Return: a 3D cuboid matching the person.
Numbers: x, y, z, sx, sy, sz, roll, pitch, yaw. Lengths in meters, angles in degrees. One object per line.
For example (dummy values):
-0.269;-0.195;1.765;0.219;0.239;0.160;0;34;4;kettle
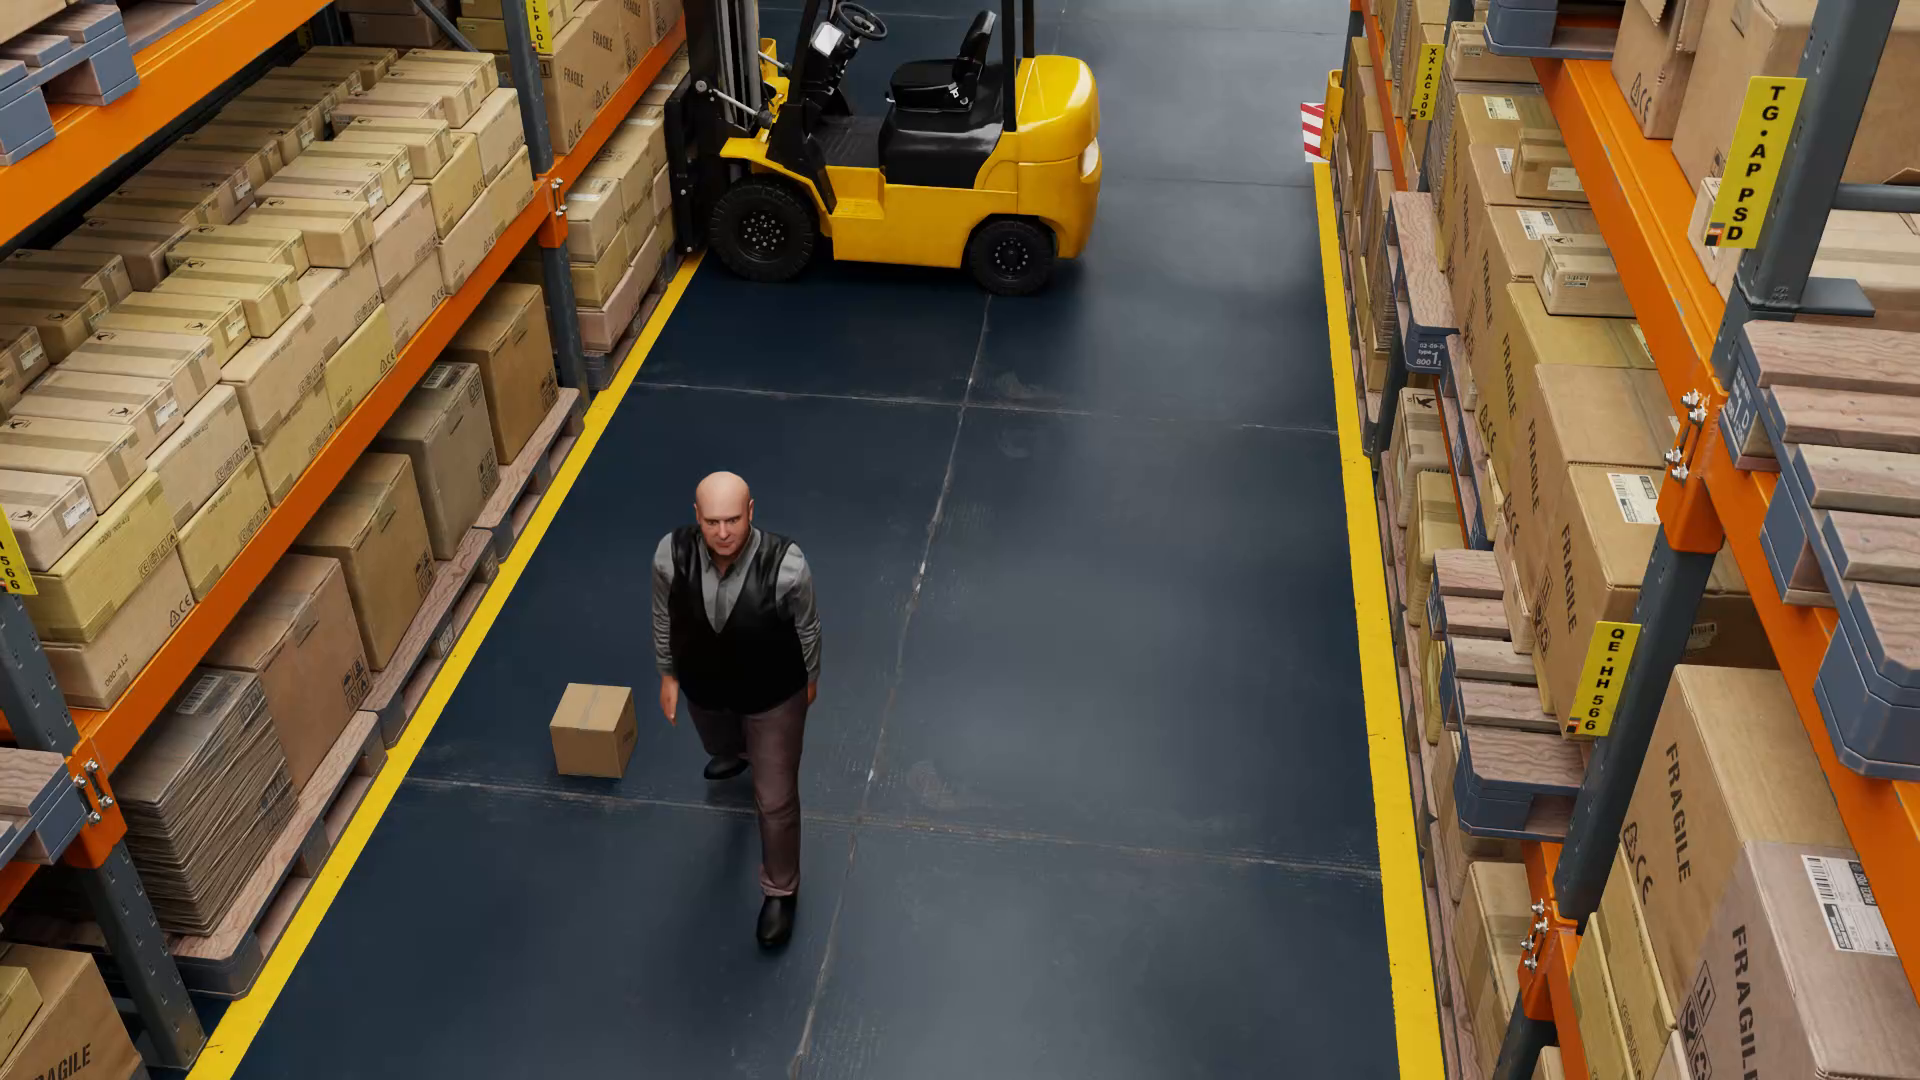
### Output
-0.736;0.445;5.556;0.586;1.706;0.923;8;37;11;person
